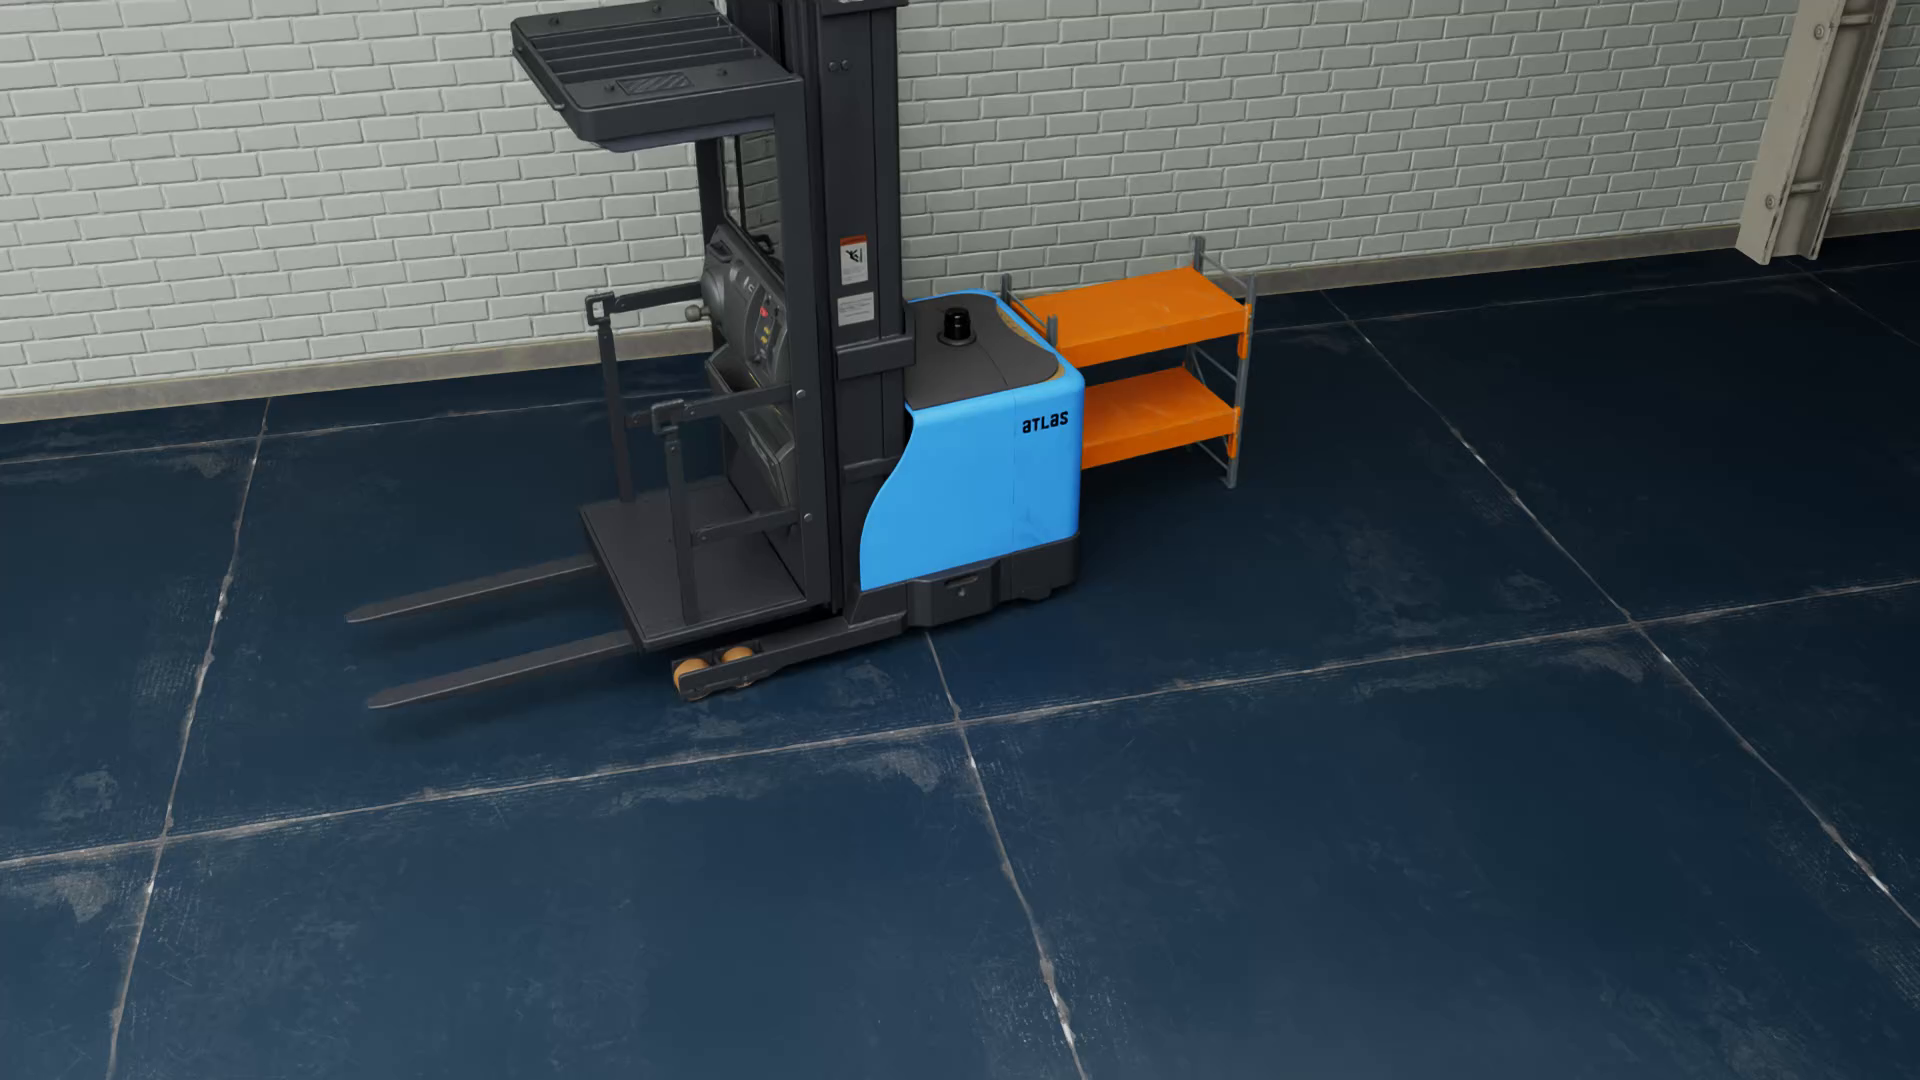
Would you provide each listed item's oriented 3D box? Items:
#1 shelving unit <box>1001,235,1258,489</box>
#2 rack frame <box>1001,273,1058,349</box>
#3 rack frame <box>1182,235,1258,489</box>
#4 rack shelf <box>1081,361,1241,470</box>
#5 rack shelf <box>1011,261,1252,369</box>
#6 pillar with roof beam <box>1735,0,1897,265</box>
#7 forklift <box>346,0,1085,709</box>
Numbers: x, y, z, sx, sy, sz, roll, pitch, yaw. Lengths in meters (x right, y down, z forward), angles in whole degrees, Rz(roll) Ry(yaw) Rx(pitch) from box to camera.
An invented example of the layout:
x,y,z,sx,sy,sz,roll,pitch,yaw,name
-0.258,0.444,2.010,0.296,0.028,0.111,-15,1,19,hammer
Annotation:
x,y,z,sx,sy,sz,roll,pitch,yaw,name
0.768,-0.731,7.830,1.048,1.125,0.538,-14,36,-20,shelving unit
0.305,-0.614,7.656,0.032,1.125,0.500,-14,36,-20,rack frame
1.232,-0.848,8.004,0.032,1.125,0.500,-14,36,-20,rack frame
0.768,-0.528,7.966,1.000,0.278,0.538,-14,36,-20,rack shelf
0.768,-0.974,7.667,1.000,0.278,0.538,-14,36,-20,rack shelf
6.065,-3.205,4.451,0.400,9.000,9.100,-7,35,-11,pillar with roof beam
-1.029,-0.902,6.464,3.031,2.935,1.130,-14,36,-20,forklift
